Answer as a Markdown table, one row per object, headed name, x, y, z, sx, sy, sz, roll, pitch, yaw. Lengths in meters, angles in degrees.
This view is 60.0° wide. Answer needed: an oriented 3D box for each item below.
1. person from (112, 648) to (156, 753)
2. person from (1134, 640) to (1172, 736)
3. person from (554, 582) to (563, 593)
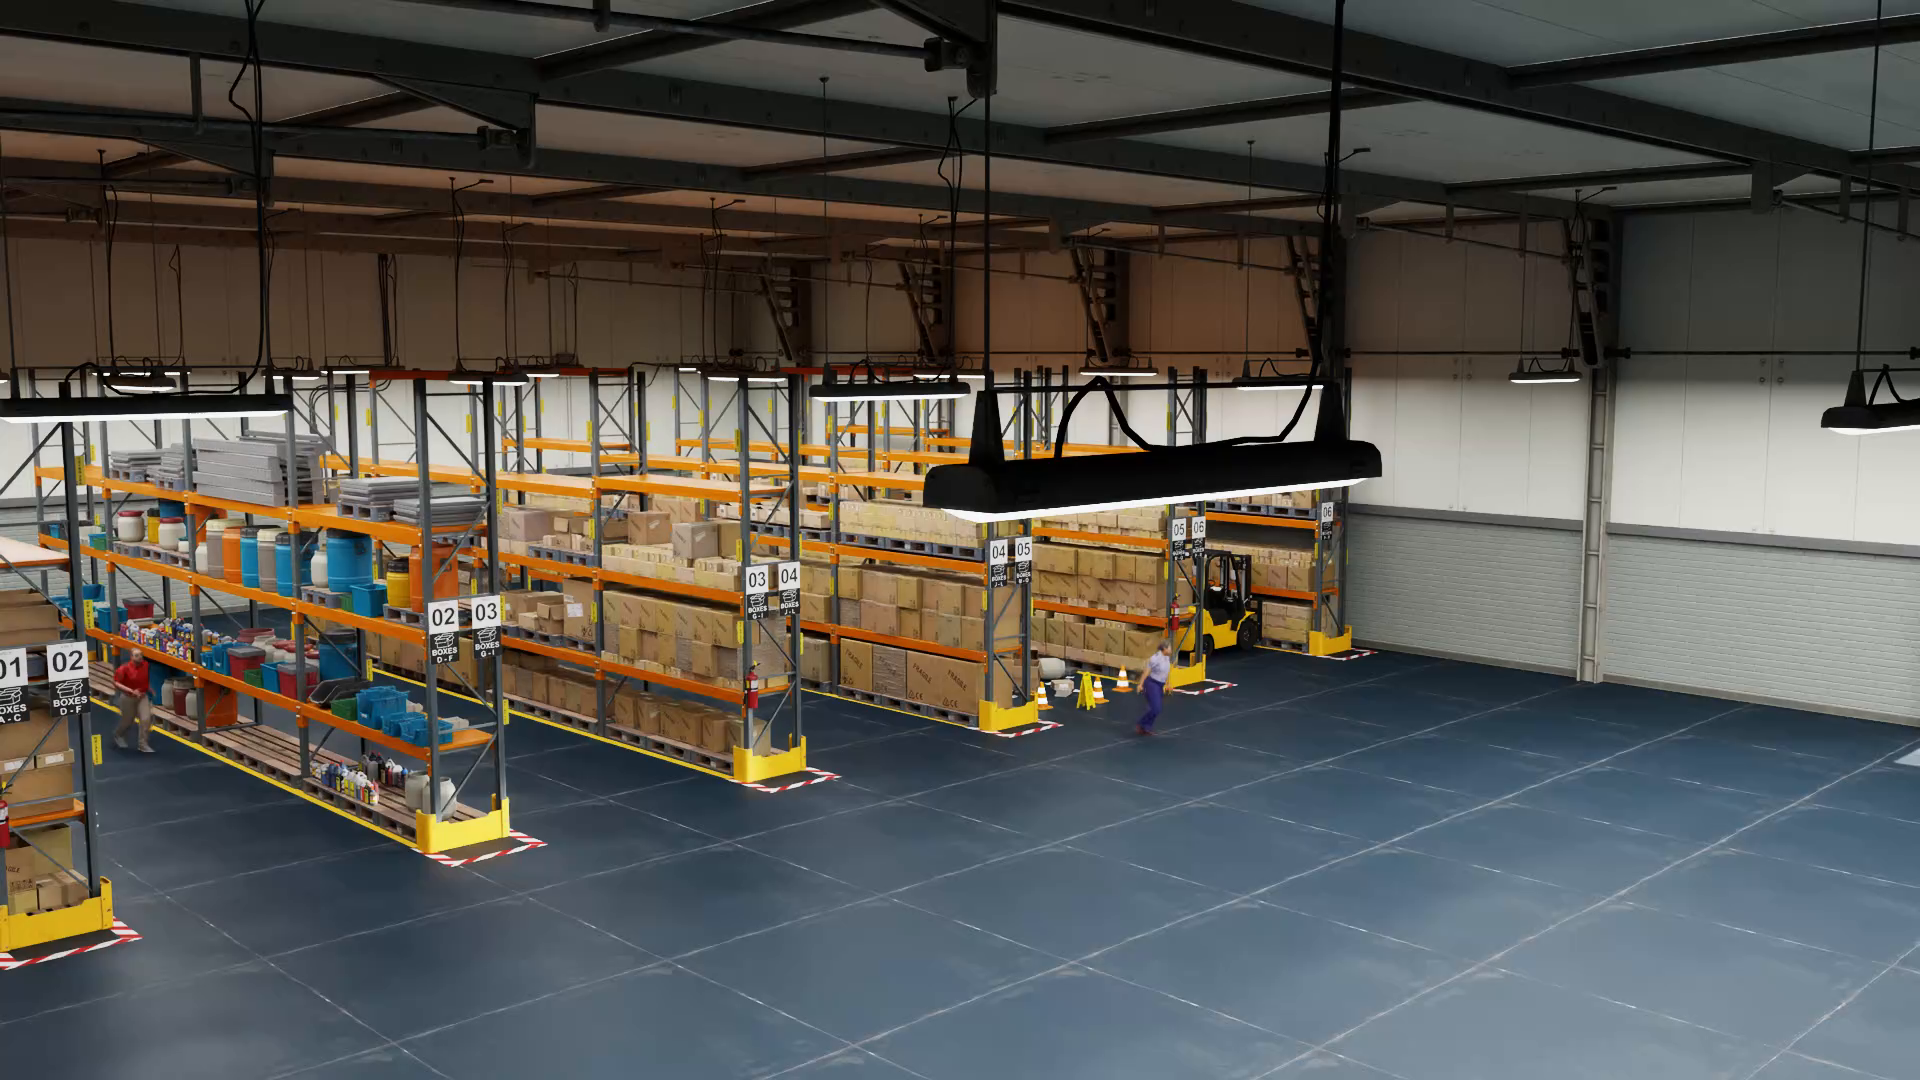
| name | x | y | z | sx | sy | sz | roll | pitch | yaw |
| --- | --- | --- | --- | --- | --- | --- | --- | --- | --- |
| person | -13.155 | 2.525 | 26.398 | 0.902 | 1.694 | 0.651 | 5 | 8 | 36 |
| person | 3.192 | 2.450 | 27.451 | 0.528 | 1.616 | 0.650 | 4 | 8 | 31 |
| person | -9.598 | 0.885 | 40.928 | 0.591 | 1.650 | 0.695 | 5 | 8 | 36 |
